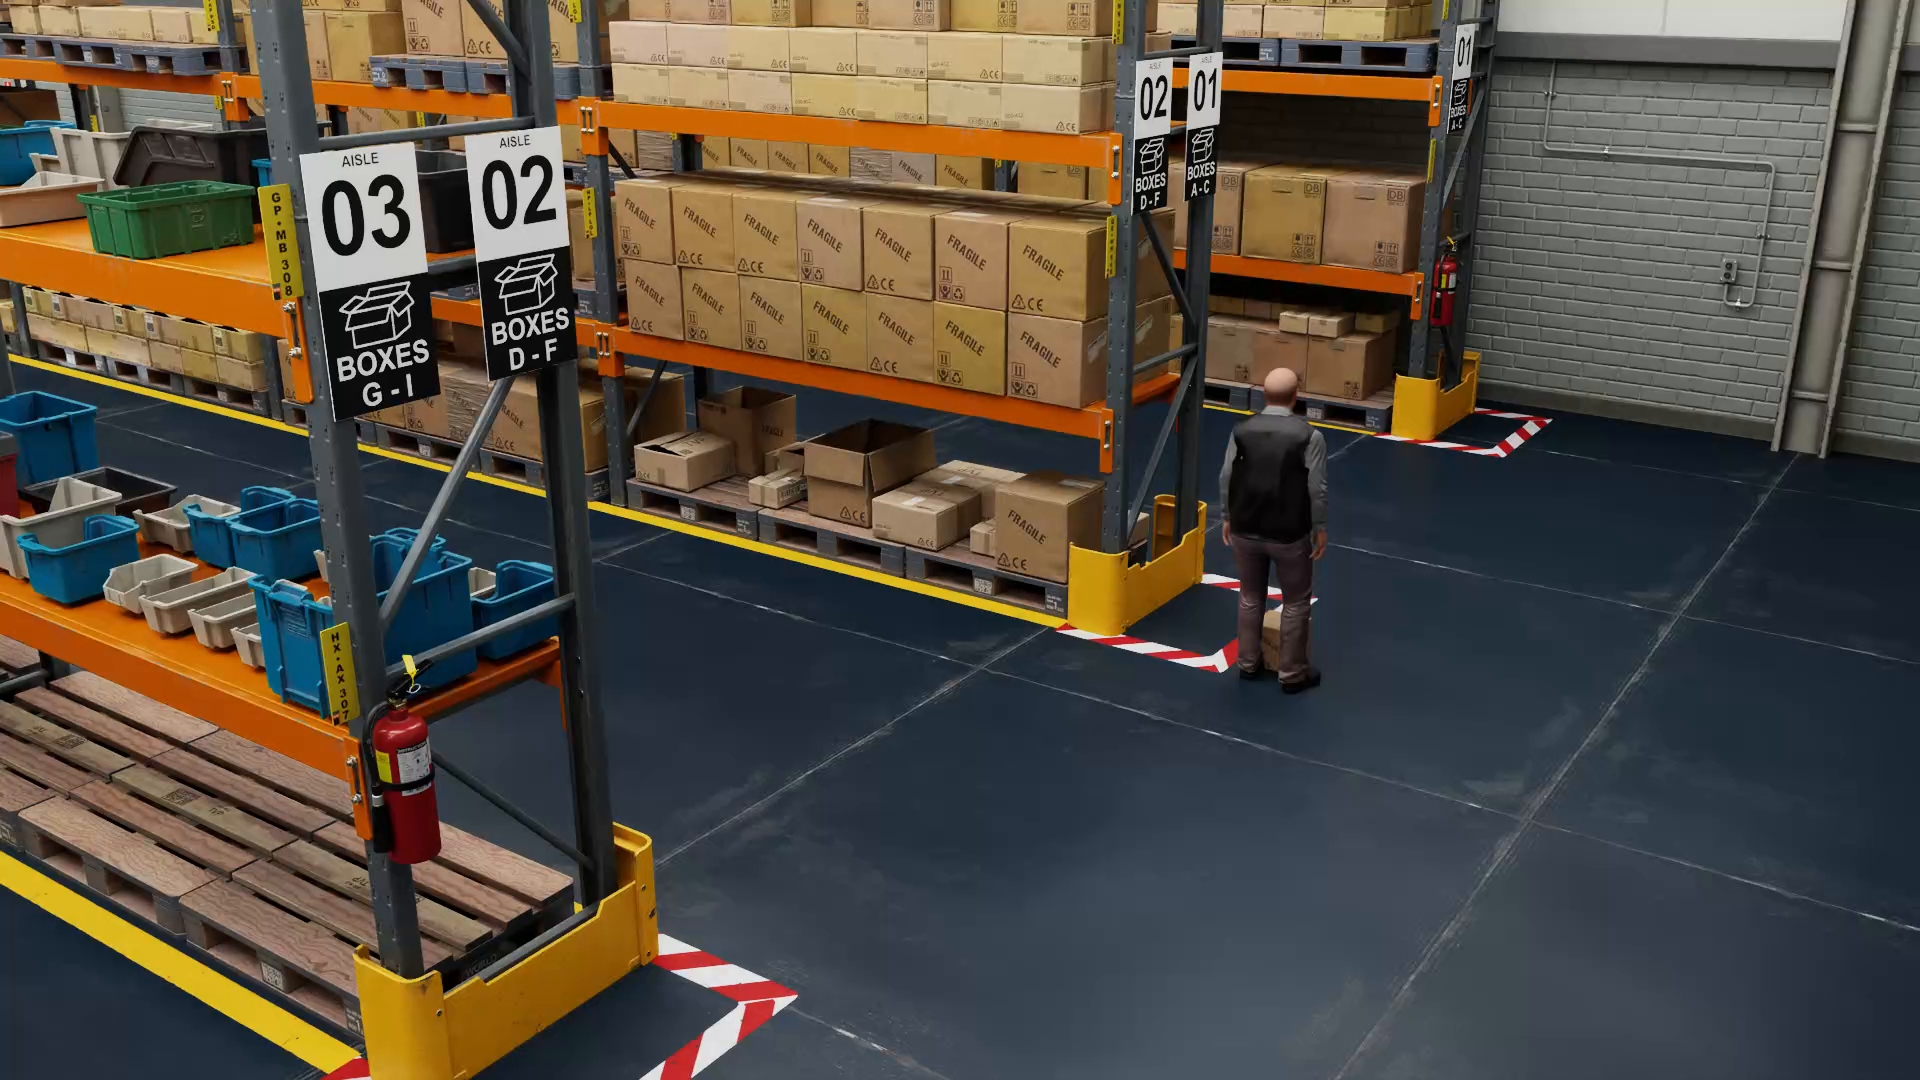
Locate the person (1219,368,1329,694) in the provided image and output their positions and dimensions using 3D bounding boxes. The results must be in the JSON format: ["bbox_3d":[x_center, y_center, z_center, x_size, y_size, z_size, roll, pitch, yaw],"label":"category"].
[{"bbox_3d":[1.649,-0.052,8.755,0.582,1.719,0.475,11,22,27],"label":"person"}]
